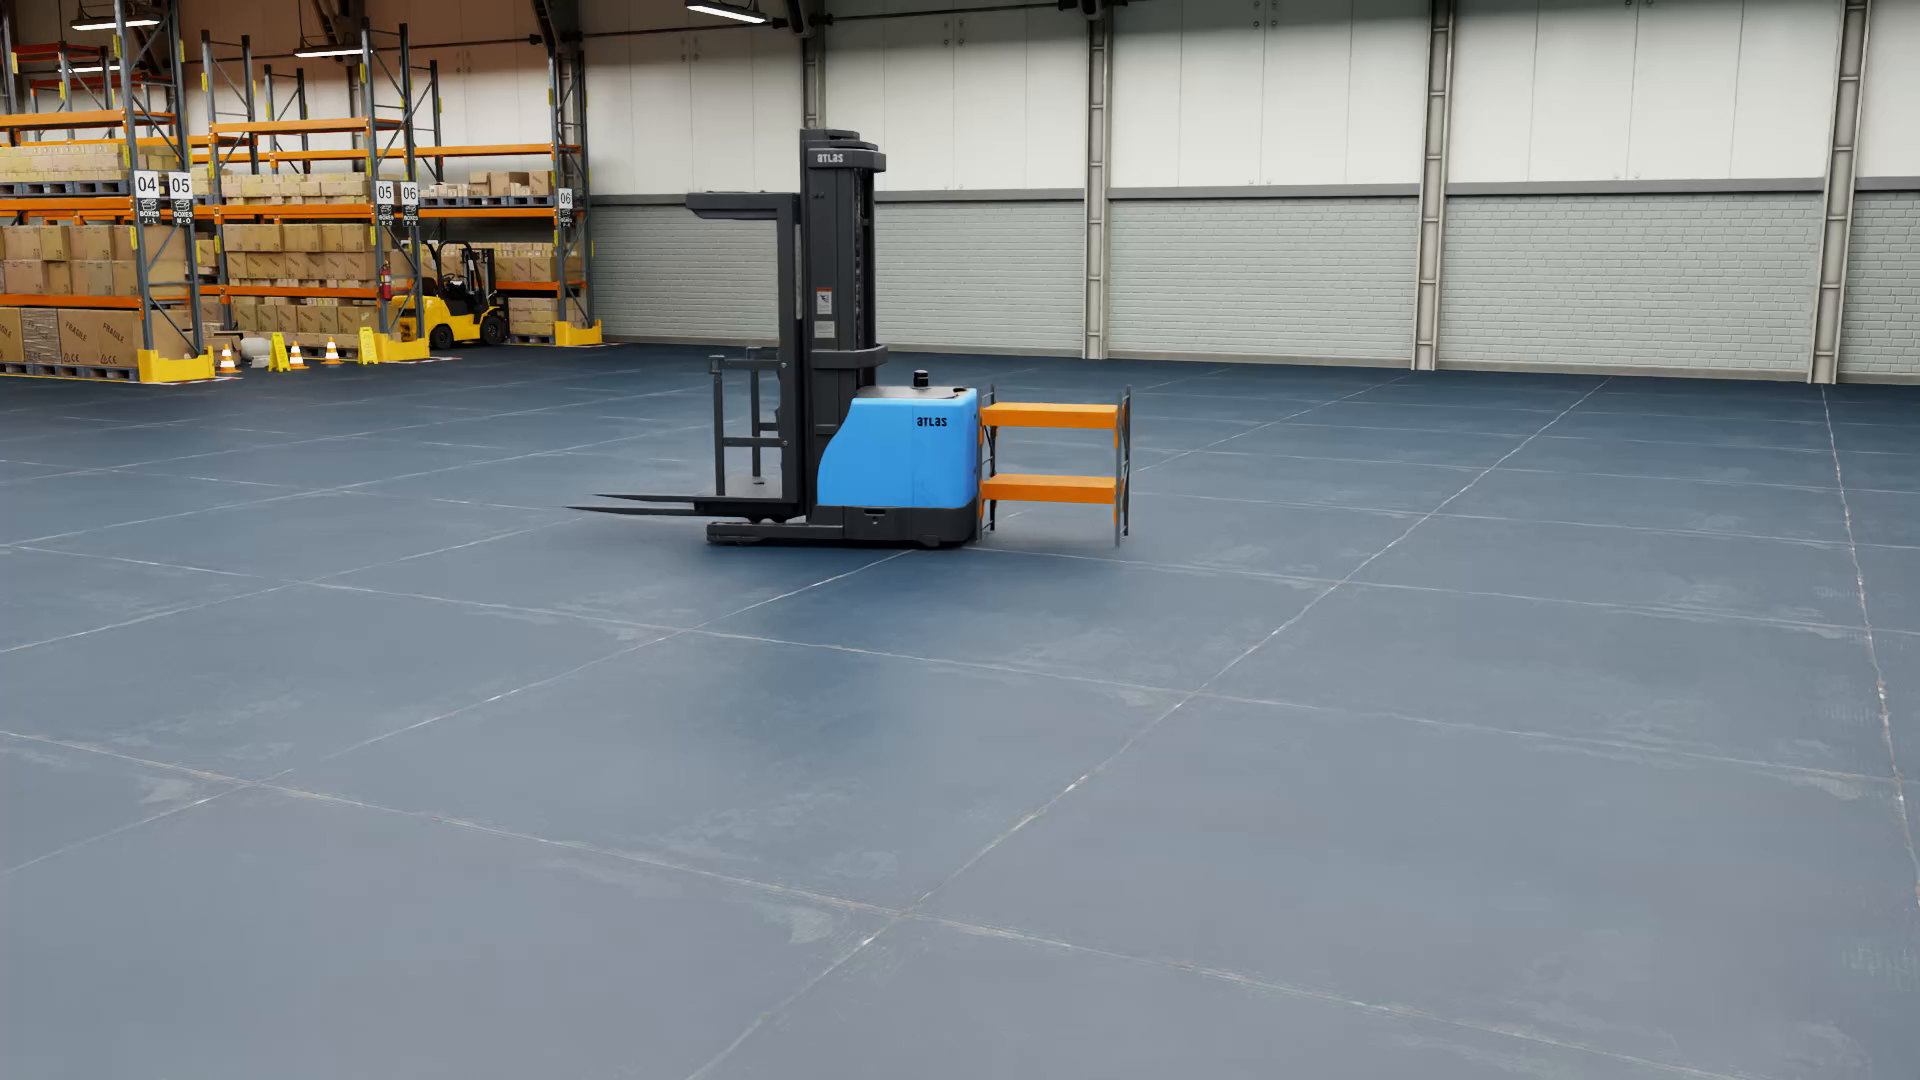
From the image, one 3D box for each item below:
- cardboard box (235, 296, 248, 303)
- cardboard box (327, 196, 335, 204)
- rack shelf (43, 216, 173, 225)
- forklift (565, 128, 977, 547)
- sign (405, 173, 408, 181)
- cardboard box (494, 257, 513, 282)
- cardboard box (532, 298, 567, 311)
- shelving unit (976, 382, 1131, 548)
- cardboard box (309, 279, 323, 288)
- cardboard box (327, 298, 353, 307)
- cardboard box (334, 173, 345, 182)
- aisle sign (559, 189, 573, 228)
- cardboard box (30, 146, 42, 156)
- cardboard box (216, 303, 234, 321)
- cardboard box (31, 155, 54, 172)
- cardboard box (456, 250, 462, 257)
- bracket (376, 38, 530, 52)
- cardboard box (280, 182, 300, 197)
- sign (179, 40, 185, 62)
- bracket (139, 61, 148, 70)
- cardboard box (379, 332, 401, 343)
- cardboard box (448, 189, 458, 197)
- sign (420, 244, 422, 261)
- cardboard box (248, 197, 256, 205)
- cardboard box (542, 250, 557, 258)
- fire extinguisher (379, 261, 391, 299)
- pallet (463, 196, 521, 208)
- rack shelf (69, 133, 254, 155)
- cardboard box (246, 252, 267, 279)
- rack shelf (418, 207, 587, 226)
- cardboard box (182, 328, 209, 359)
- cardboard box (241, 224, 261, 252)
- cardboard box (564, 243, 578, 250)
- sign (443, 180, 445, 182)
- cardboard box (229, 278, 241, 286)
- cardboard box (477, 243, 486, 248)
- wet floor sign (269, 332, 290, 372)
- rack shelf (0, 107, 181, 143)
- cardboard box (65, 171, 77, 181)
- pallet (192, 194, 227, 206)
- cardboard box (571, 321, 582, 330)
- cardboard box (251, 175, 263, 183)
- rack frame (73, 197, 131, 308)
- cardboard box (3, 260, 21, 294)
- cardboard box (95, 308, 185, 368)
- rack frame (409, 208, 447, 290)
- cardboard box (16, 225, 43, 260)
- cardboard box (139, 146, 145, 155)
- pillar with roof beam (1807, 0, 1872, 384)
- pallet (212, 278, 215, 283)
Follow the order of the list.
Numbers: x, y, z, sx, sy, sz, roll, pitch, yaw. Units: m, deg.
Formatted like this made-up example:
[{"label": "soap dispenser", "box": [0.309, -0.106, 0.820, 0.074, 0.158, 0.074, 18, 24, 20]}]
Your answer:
[{"label": "cardboard box", "box": [-16.674, -5.607, 38.809, 0.250, 0.149, 0.380, 5, 11, 25]}, {"label": "cardboard box", "box": [-11.324, -6.205, 30.375, 0.250, 0.149, 0.380, 5, 11, 26]}, {"label": "rack shelf", "box": [-20.584, -7.816, 40.591, 4.000, 0.370, 1.077, 5, 11, 26]}, {"label": "forklift", "box": [-1.390, -1.489, 12.226, 3.031, 2.935, 1.130, 1, 10, 8]}, {"label": "sign", "box": [-11.848, -7.704, 35.616, 0.005, 0.325, 0.100, 5, 11, 26]}, {"label": "cardboard box", "box": [-9.508, -5.720, 35.129, 0.500, 0.500, 0.500, 5, 11, 25]}, {"label": "cardboard box", "box": [-8.580, -4.923, 34.742, 0.500, 0.250, 0.500, 5, 12, 28]}, {"label": "shelving unit", "box": [0.687, -0.560, 12.165, 1.048, 1.125, 0.538, 2, 11, 13]}, {"label": "cardboard box", "box": [-11.830, -4.759, 30.808, 0.250, 0.149, 0.380, 5, 11, 25]}, {"label": "cardboard box", "box": [-11.415, -4.379, 30.619, 0.250, 0.149, 0.380, 5, 12, 27]}, {"label": "cardboard box", "box": [-11.107, -6.566, 30.129, 0.250, 0.149, 0.380, 5, 11, 25]}, {"label": "aisle sign", "box": [-8.100, -6.818, 34.179, 0.004, 0.787, 0.394, 5, 11, 26]}, {"label": "cardboard box", "box": [-14.368, -6.112, 26.163, 0.250, 0.149, 0.380, 5, 11, 26]}, {"label": "cardboard box", "box": [-17.066, -5.317, 39.024, 0.500, 0.500, 0.500, 5, 11, 24]}, {"label": "cardboard box", "box": [-14.234, -5.917, 26.202, 0.500, 0.250, 0.500, 5, 11, 26]}, {"label": "cardboard box", "box": [-10.545, -6.119, 35.514, 0.250, 0.149, 0.380, 5, 11, 25]}, {"label": "bracket", "box": [-11.095, -10.692, 35.931, 4.783, 0.066, 0.076, 5, 11, 26]}, {"label": "cardboard box", "box": [-12.172, -6.463, 30.681, 0.500, 0.250, 0.500, 5, 11, 26]}, {"label": "sign", "box": [-12.071, -7.577, 25.760, 0.005, 0.325, 0.100, 5, 11, 26]}, {"label": "bracket", "box": [-19.545, -11.434, 40.034, 0.430, 0.232, 0.235, 5, 11, 26]}, {"label": "cardboard box", "box": [-10.823, -3.759, 31.119, 0.500, 0.250, 0.500, 5, 11, 25]}, {"label": "cardboard box", "box": [-10.659, -7.370, 35.351, 0.250, 0.149, 0.380, 5, 12, 28]}, {"label": "sign", "box": [-9.982, -5.310, 30.719, 0.005, 0.325, 0.100, 5, 11, 26]}, {"label": "cardboard box", "box": [-13.157, -6.370, 31.288, 0.250, 0.149, 0.380, 5, 11, 26]}, {"label": "cardboard box", "box": [-8.464, -5.942, 34.536, 0.250, 0.149, 0.380, 5, 11, 27]}, {"label": "fire extinguisher", "box": [-10.323, -4.677, 29.867, 0.183, 0.674, 0.296, 5, 11, 26]}, {"label": "pallet", "box": [-9.750, -7.179, 35.300, 1.213, 0.211, 1.003, 5, 11, 26]}, {"label": "rack shelf", "box": [-15.603, -7.672, 32.495, 4.000, 0.370, 1.077, 5, 11, 26]}, {"label": "cardboard box", "box": [-13.078, -5.193, 31.387, 0.500, 0.500, 0.500, 5, 11, 26]}, {"label": "rack shelf", "box": [-9.823, -6.870, 35.366, 4.000, 0.370, 1.077, 5, 11, 26]}, {"label": "cardboard box", "box": [-13.760, -3.443, 29.457, 0.503, 0.637, 0.797, 5, 11, 26]}, {"label": "cardboard box", "box": [-13.062, -5.687, 31.309, 0.500, 0.500, 0.700, 5, 11, 26]}, {"label": "cardboard box", "box": [-8.236, -6.166, 34.940, 0.250, 0.149, 0.380, 5, 11, 25]}, {"label": "sign", "box": [-11.372, -7.764, 36.610, 0.005, 0.325, 0.100, 5, 11, 26]}, {"label": "cardboard box", "box": [-13.669, -4.913, 31.661, 0.250, 0.149, 0.380, 5, 11, 26]}, {"label": "cardboard box", "box": [-10.040, -6.243, 35.363, 0.250, 0.149, 0.380, 5, 11, 26]}, {"label": "wet floor sign", "box": [-11.420, -3.155, 27.849, 0.232, 0.644, 0.267, 3, 11, 16]}, {"label": "rack shelf", "box": [-14.115, -6.558, 26.341, 4.000, 0.370, 1.077, 5, 11, 26]}, {"label": "cardboard box", "box": [-13.683, -5.660, 25.902, 0.250, 0.149, 0.380, 5, 11, 25]}, {"label": "pallet", "box": [-14.316, -6.562, 32.171, 1.003, 0.211, 1.213, 5, 11, 26]}, {"label": "cardboard box", "box": [-8.383, -4.514, 35.292, 0.500, 0.250, 0.500, 5, 11, 26]}, {"label": "cardboard box", "box": [-12.969, -6.718, 30.969, 0.250, 0.149, 0.380, 5, 11, 25]}, {"label": "rack frame", "box": [-17.396, -5.428, 33.800, 0.127, 3.000, 1.000, 5, 11, 26]}, {"label": "cardboard box", "box": [-15.069, -4.321, 27.263, 0.550, 0.550, 0.875, 5, 11, 26]}, {"label": "cardboard box", "box": [-12.959, -3.203, 26.293, 0.875, 0.875, 0.875, 5, 11, 26]}, {"label": "rack frame", "box": [-11.616, -5.906, 36.440, 0.127, 3.000, 1.000, 5, 11, 26]}, {"label": "cardboard box", "box": [-14.625, -4.796, 26.852, 0.550, 0.550, 0.875, 5, 11, 26]}, {"label": "cardboard box", "box": [-12.705, -6.097, 26.079, 0.250, 0.149, 0.380, 5, 11, 26]}, {"label": "pillar with roof beam", "box": [11.363, -6.163, 21.014, 0.400, 9.000, 9.100, 5, 11, 26]}, {"label": "pallet", "box": [-15.603, -5.184, 32.991, 1.213, 0.211, 1.003, 5, 11, 26]}]
